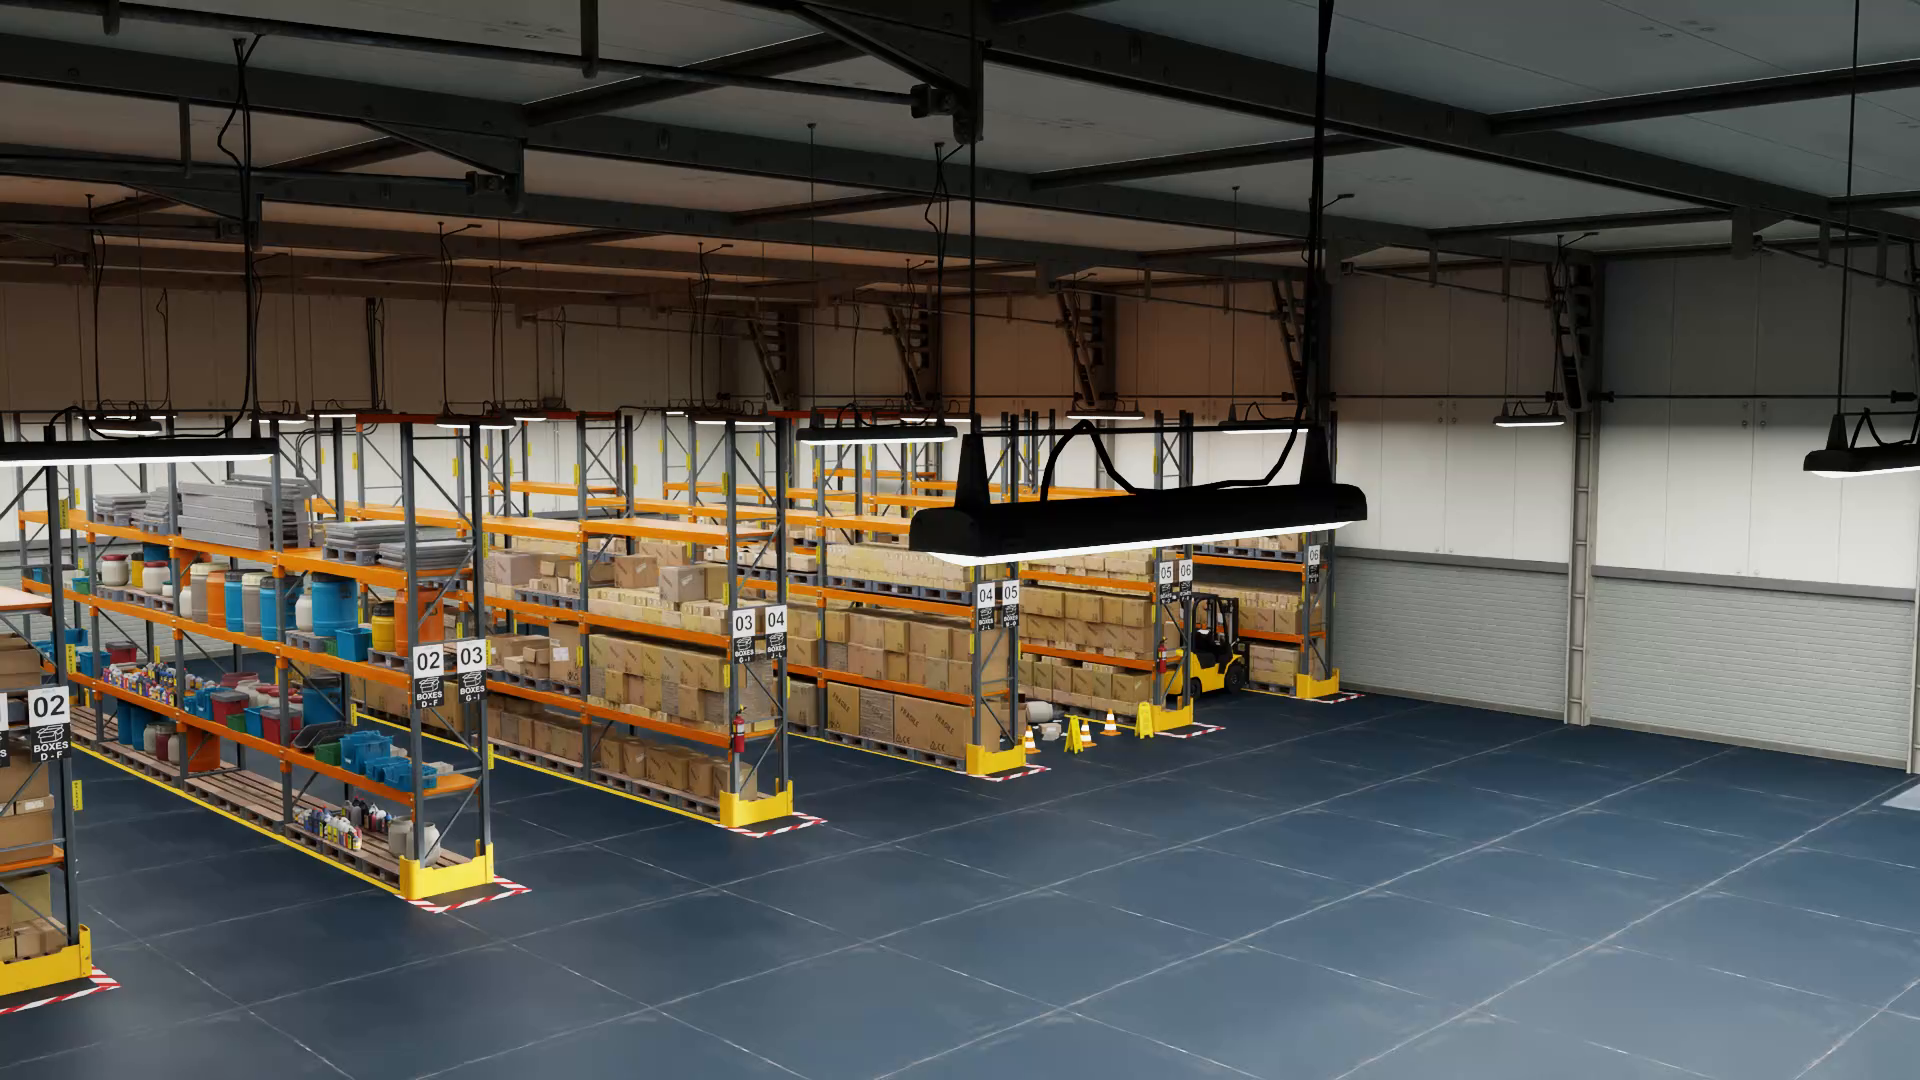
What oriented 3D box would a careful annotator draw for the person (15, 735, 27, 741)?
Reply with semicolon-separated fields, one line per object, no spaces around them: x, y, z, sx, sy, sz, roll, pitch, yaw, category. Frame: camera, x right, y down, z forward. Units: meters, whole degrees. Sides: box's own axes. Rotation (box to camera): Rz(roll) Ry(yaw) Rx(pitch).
-13.027;3.477;23.099;0.499;1.689;0.371;2;5;23;person

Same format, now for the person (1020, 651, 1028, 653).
1.604;2.141;38.062;0.523;1.748;0.627;-1;5;-15;person
